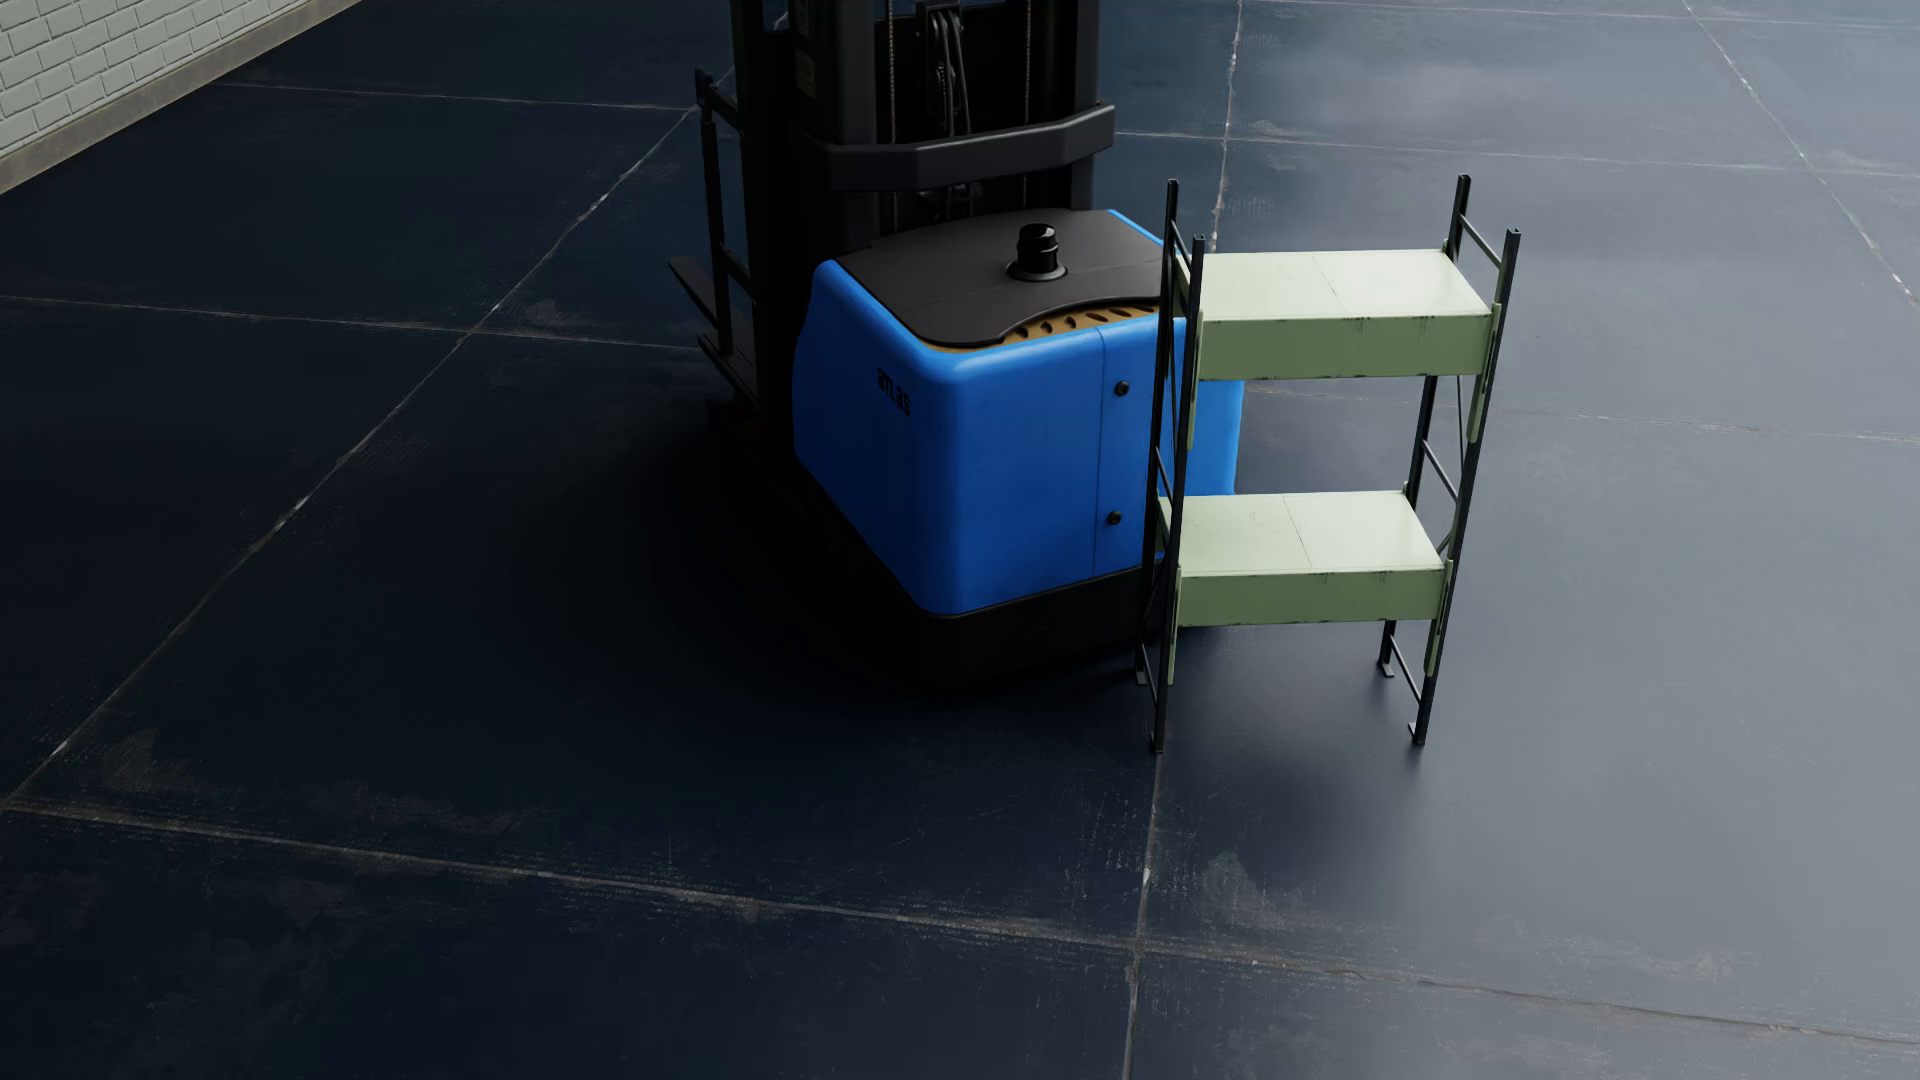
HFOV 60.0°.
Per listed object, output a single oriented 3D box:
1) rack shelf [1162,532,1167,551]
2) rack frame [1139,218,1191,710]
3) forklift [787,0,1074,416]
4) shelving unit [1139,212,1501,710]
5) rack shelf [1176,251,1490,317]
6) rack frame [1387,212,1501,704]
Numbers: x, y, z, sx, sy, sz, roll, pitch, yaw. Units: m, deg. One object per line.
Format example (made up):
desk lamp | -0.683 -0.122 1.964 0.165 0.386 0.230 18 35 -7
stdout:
rack shelf | 0.902 0.052 4.502 0.664 0.071 0.332 -2 32 -3
rack frame | 0.537 -0.152 4.349 0.010 1.308 0.380 -2 32 -3
forklift | -0.258 -1.591 5.299 1.109 2.935 3.031 -14 35 -21
shelving unit | 0.902 -0.163 4.366 0.742 1.308 0.380 -2 32 -3
rack shelf | 0.902 -0.608 4.089 0.686 0.052 0.368 -2 32 -3
rack frame | 1.268 -0.173 4.383 0.010 1.308 0.380 -2 32 -3
